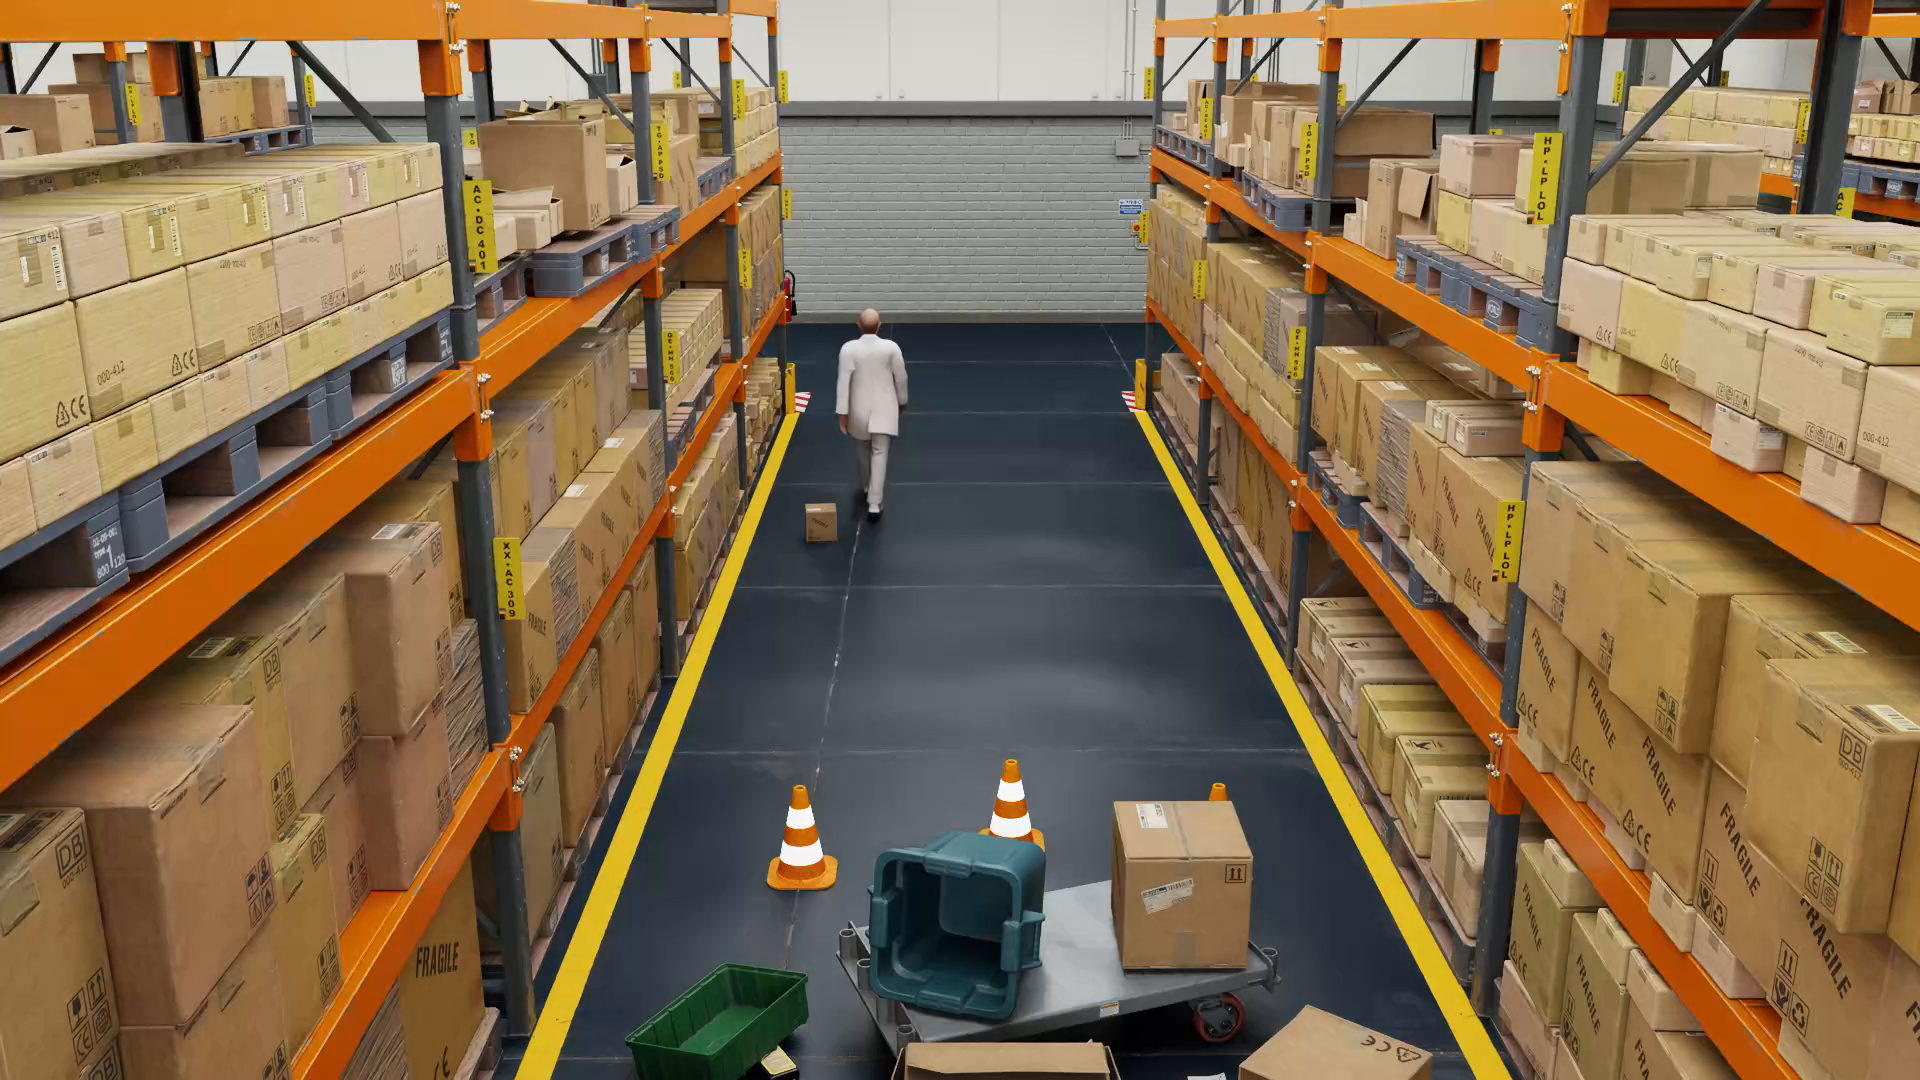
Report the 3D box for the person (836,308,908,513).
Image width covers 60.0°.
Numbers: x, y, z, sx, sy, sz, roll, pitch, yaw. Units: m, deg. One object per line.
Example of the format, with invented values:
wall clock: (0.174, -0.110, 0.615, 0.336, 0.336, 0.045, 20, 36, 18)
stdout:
person: (-0.741, -1.162, 14.362, 0.596, 1.713, 1.127, 1, 17, 5)
